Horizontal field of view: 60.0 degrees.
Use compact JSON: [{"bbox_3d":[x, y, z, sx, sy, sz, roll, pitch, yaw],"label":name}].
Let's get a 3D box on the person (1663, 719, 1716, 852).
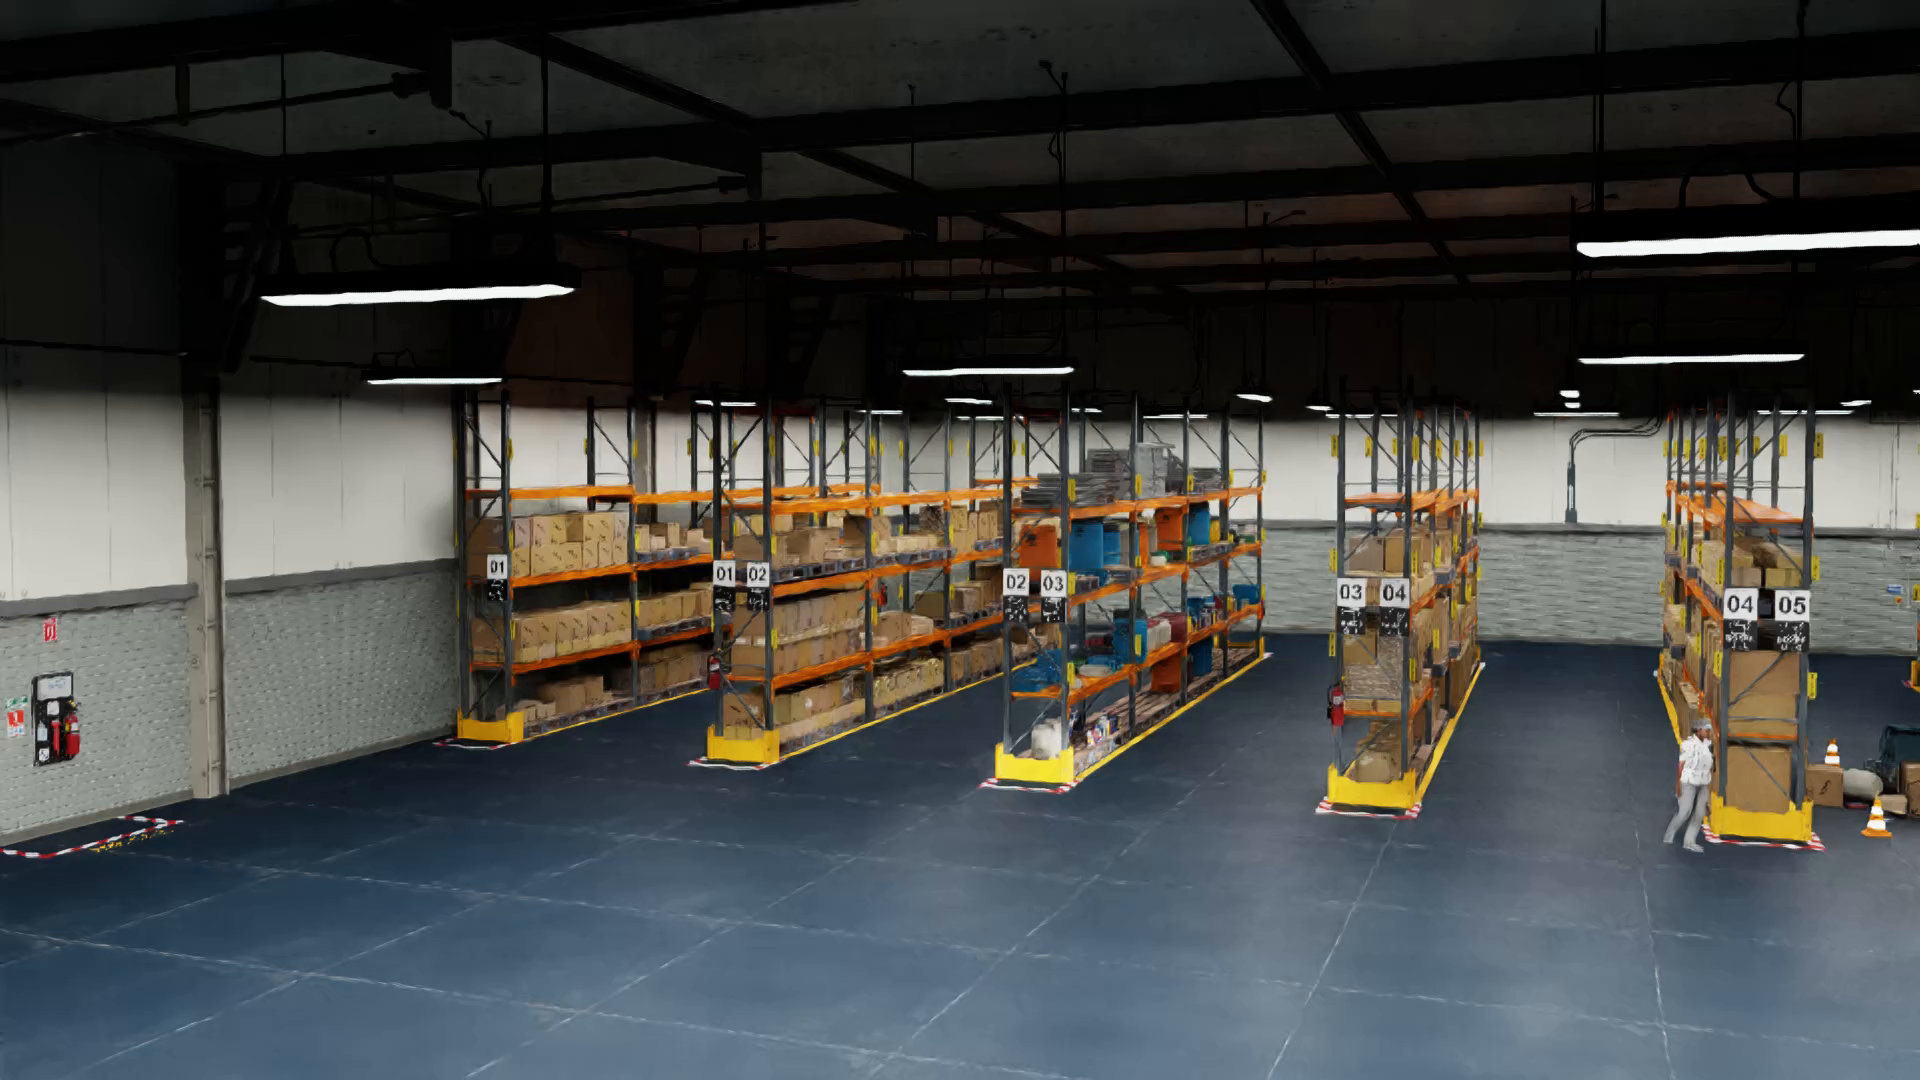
[{"bbox_3d":[9.099,3.035,20.759,0.520,1.656,0.536,-1,3,-16],"label":"person"}]
